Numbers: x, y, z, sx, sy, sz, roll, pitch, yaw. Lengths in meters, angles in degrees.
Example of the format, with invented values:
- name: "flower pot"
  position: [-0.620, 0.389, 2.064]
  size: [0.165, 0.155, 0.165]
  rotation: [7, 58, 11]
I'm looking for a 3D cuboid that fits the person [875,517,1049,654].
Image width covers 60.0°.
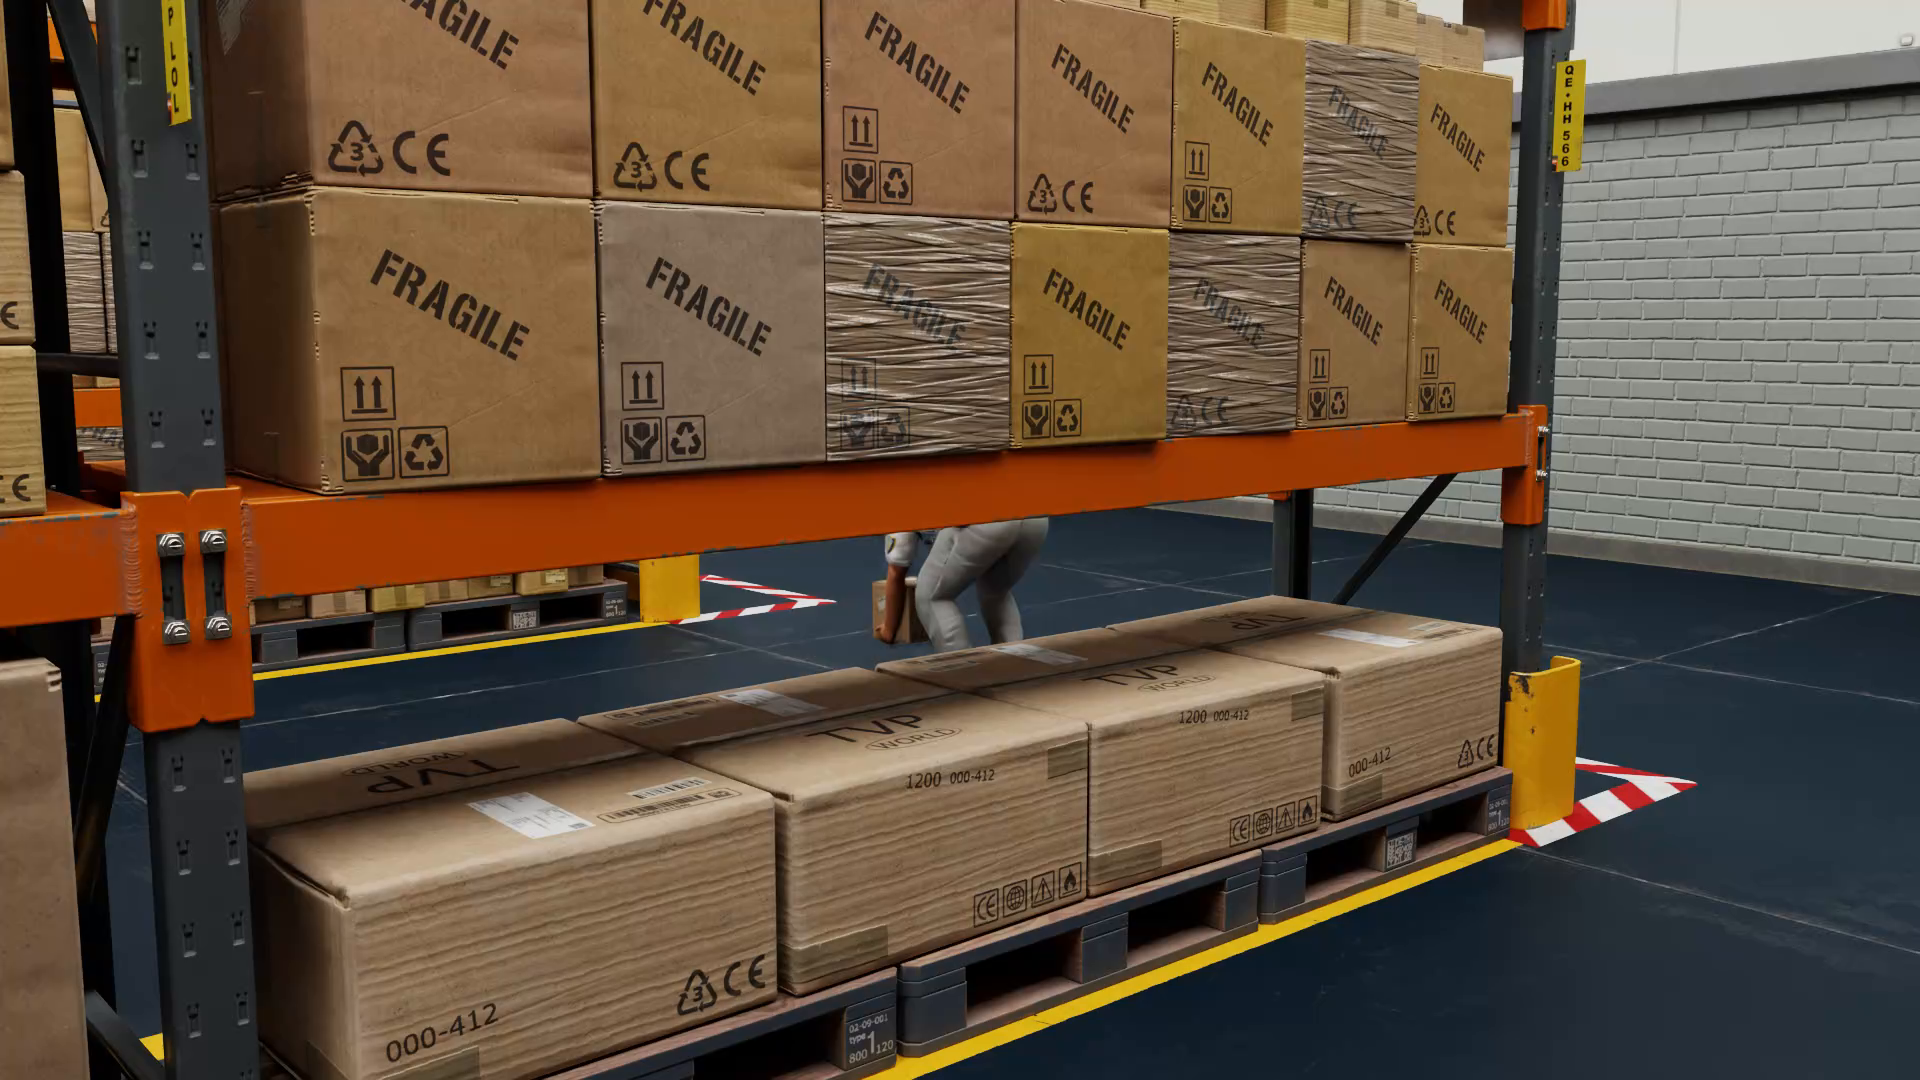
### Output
- name: "person"
  position: [-0.042, 0.151, 7.098]
  size: [0.494, 1.025, 0.951]
  rotation: [-7, 10, -43]
